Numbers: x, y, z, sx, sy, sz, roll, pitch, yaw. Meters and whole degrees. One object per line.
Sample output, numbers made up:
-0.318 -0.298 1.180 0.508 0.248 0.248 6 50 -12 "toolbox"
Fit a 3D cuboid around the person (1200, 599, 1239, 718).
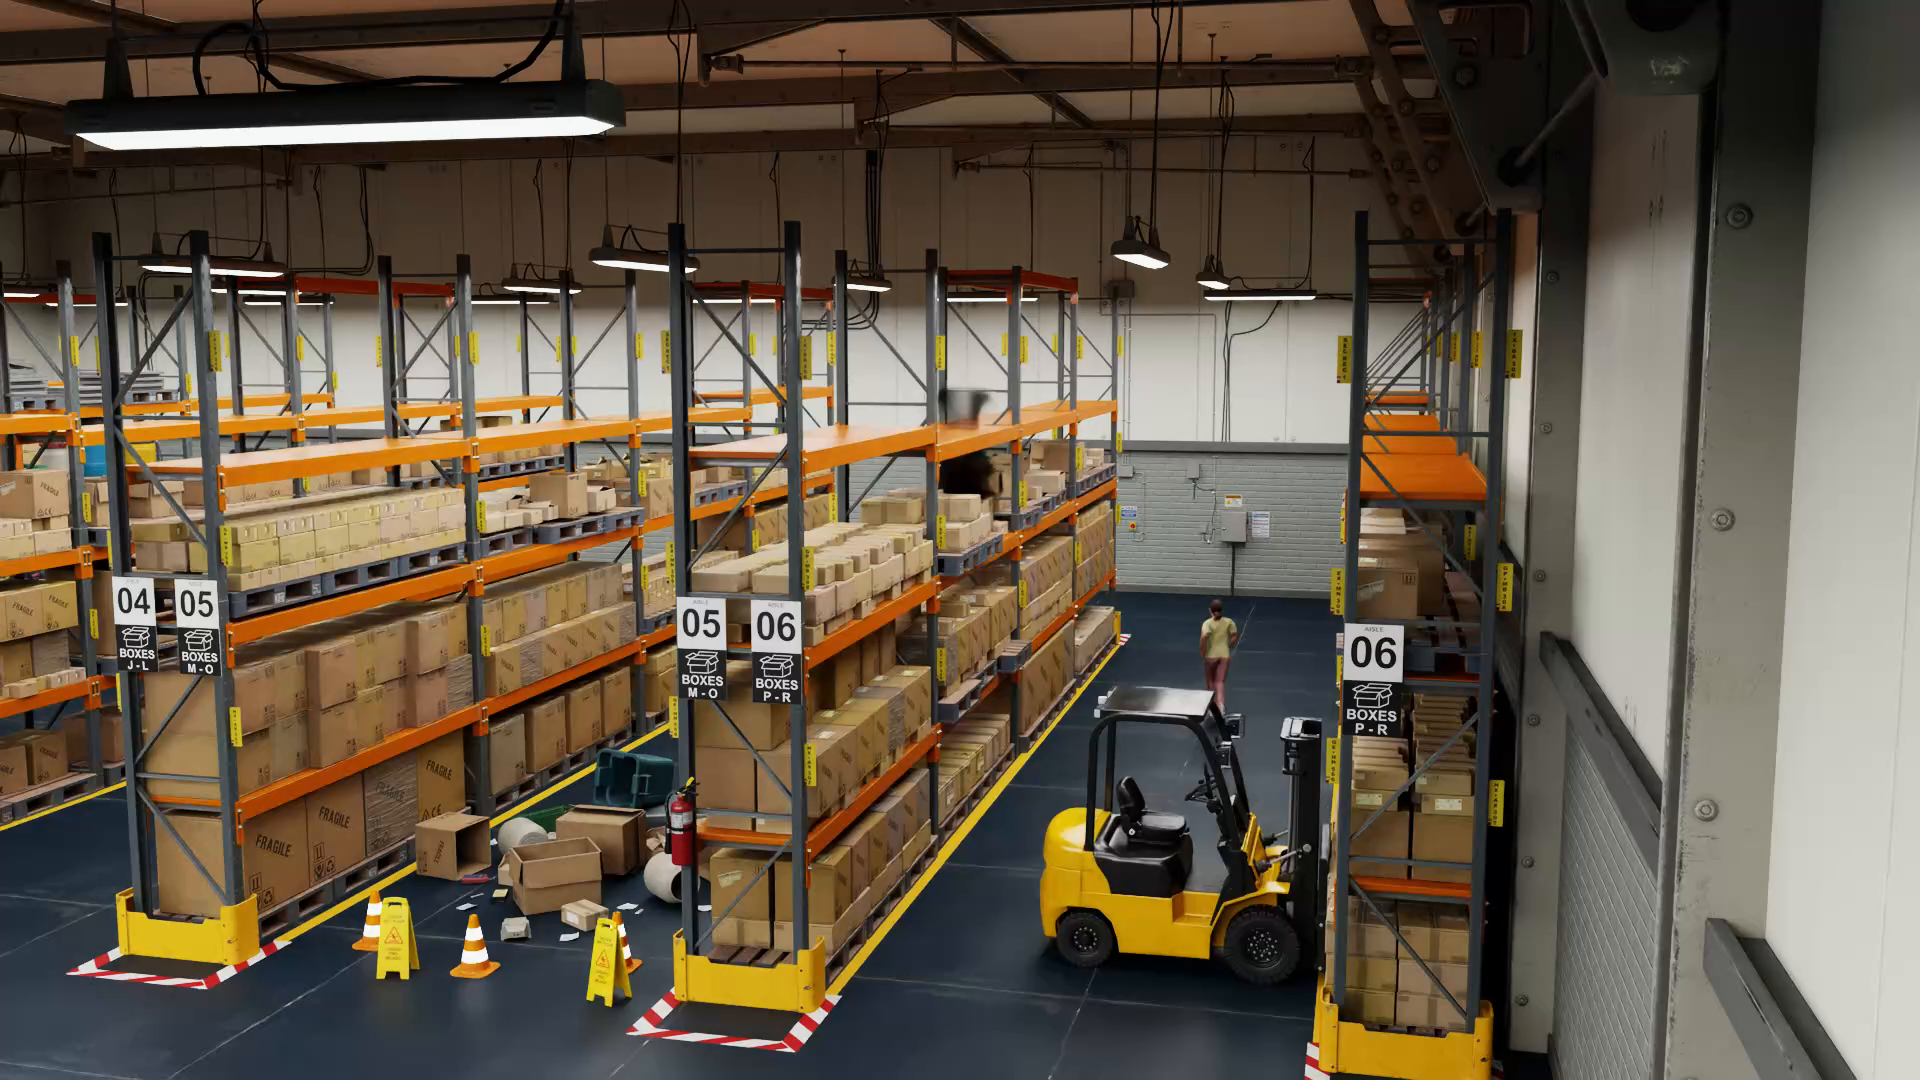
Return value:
3.505 1.637 22.409 0.565 1.647 0.757 0 7 -3 "person"
